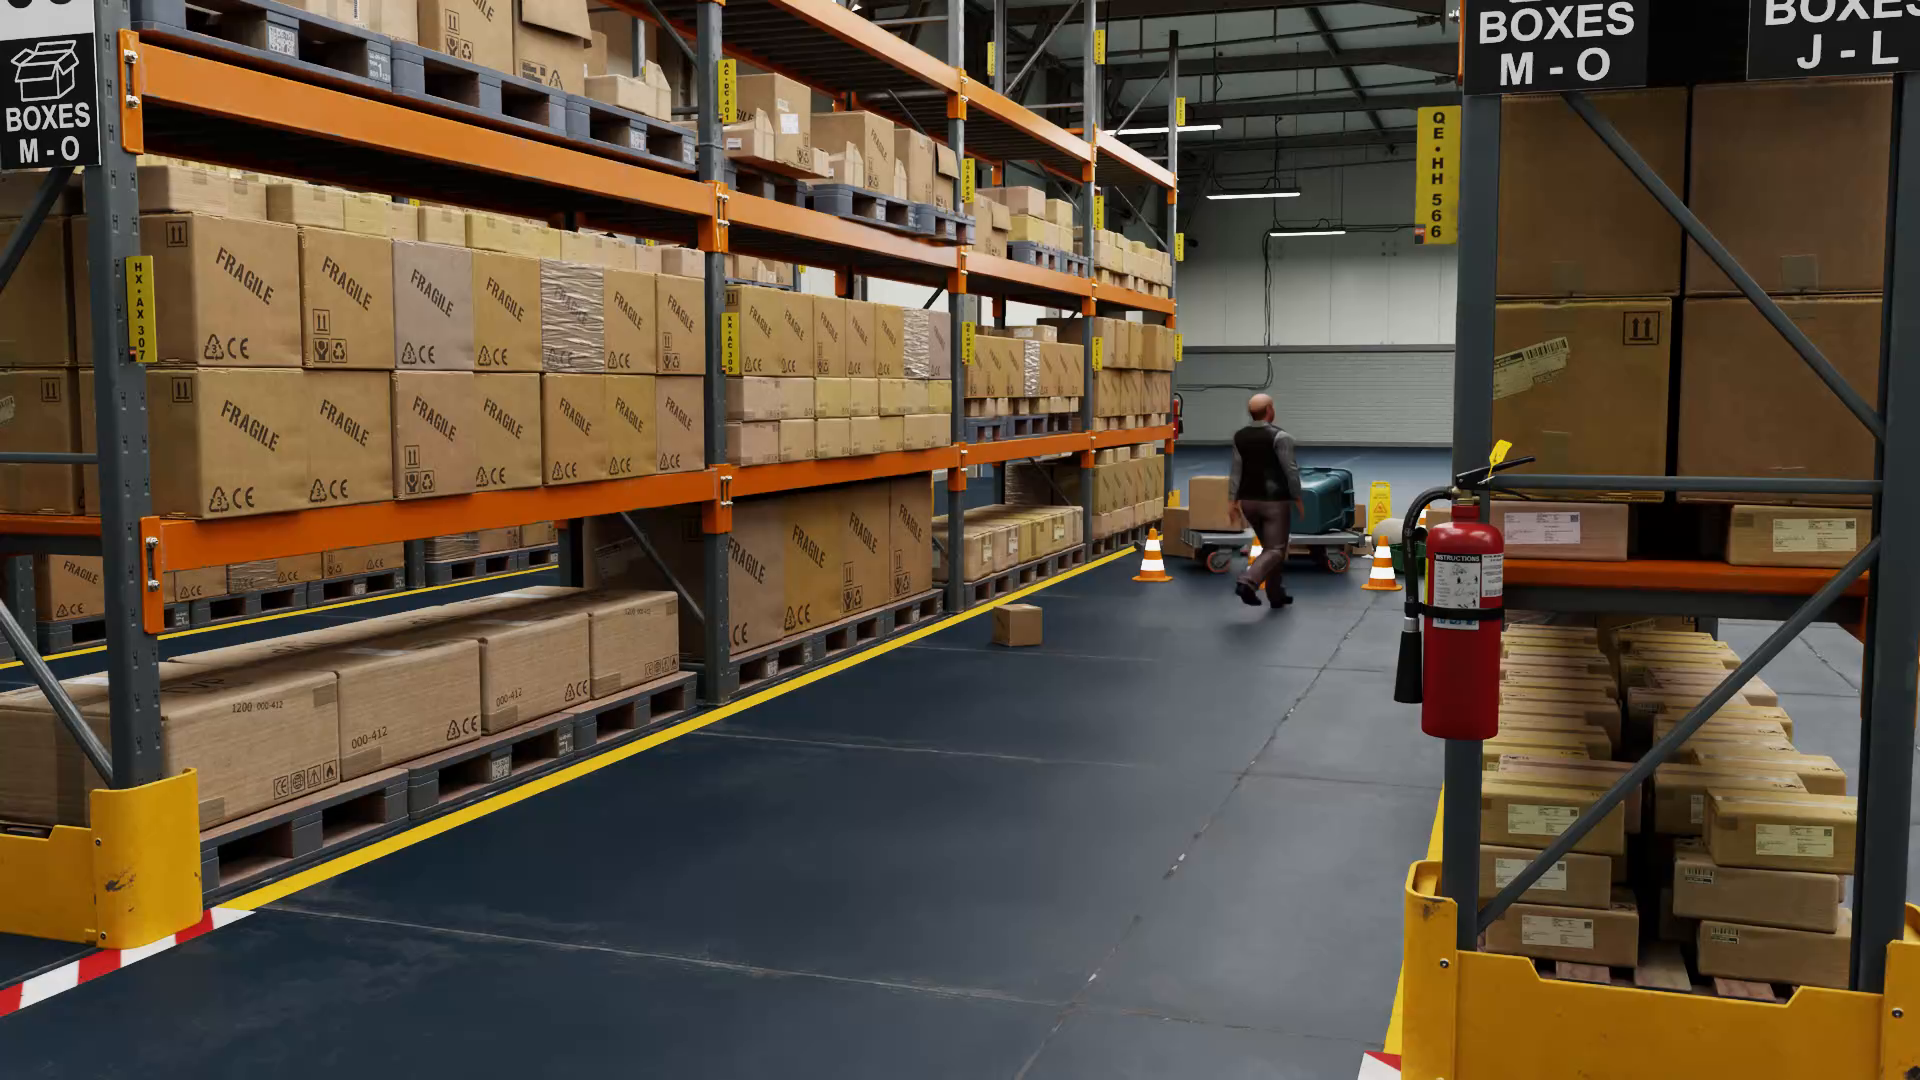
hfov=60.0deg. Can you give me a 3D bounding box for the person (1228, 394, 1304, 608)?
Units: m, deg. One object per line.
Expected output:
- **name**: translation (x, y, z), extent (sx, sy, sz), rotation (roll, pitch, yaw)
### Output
- **person**: translation (2.362, -0.285, 12.822), extent (0.949, 1.681, 0.552), rotation (-5, 7, -43)
